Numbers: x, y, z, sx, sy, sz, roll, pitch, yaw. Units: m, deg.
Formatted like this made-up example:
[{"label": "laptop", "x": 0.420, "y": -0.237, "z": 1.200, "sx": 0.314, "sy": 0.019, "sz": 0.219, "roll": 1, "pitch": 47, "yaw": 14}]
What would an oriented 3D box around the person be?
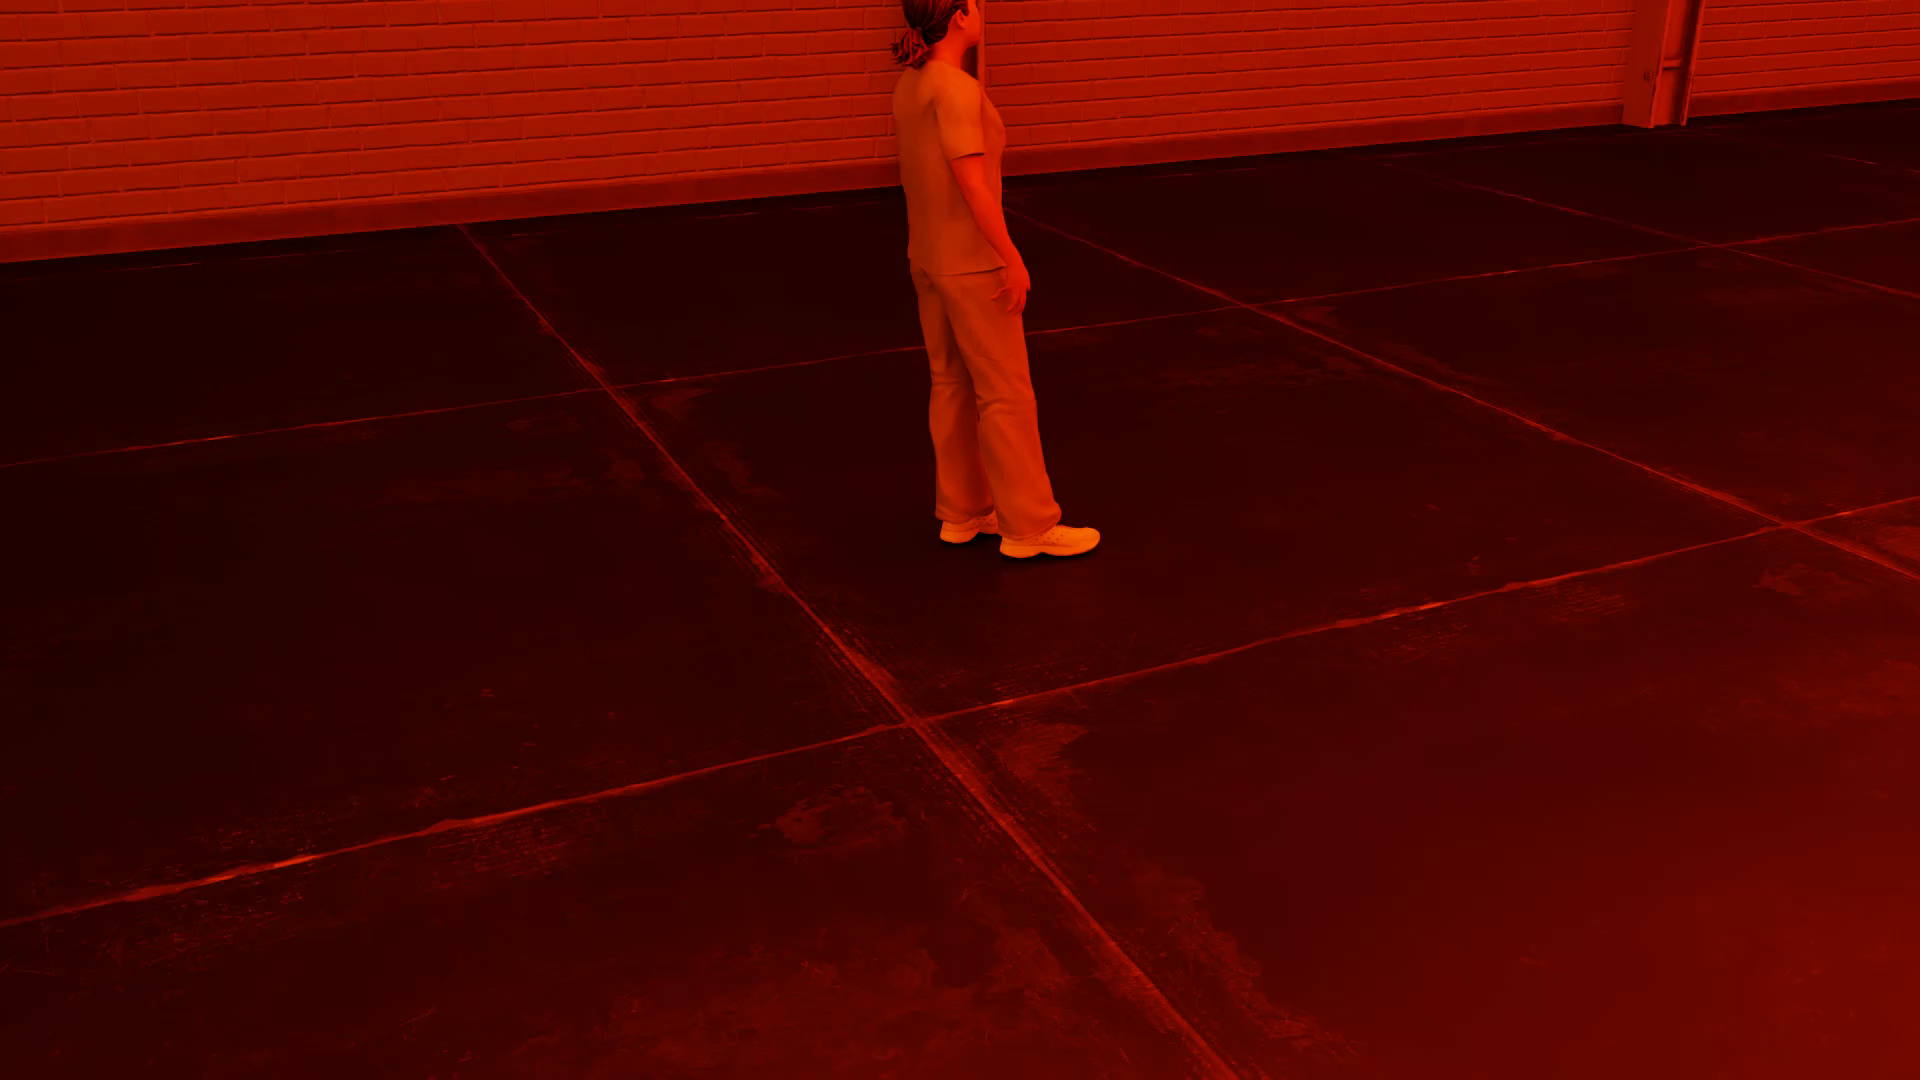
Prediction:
[{"label": "person", "x": 0.072, "y": -0.788, "z": 4.800, "sx": 0.549, "sy": 1.676, "sz": 0.549, "roll": -10, "pitch": 25, "yaw": -23}]
